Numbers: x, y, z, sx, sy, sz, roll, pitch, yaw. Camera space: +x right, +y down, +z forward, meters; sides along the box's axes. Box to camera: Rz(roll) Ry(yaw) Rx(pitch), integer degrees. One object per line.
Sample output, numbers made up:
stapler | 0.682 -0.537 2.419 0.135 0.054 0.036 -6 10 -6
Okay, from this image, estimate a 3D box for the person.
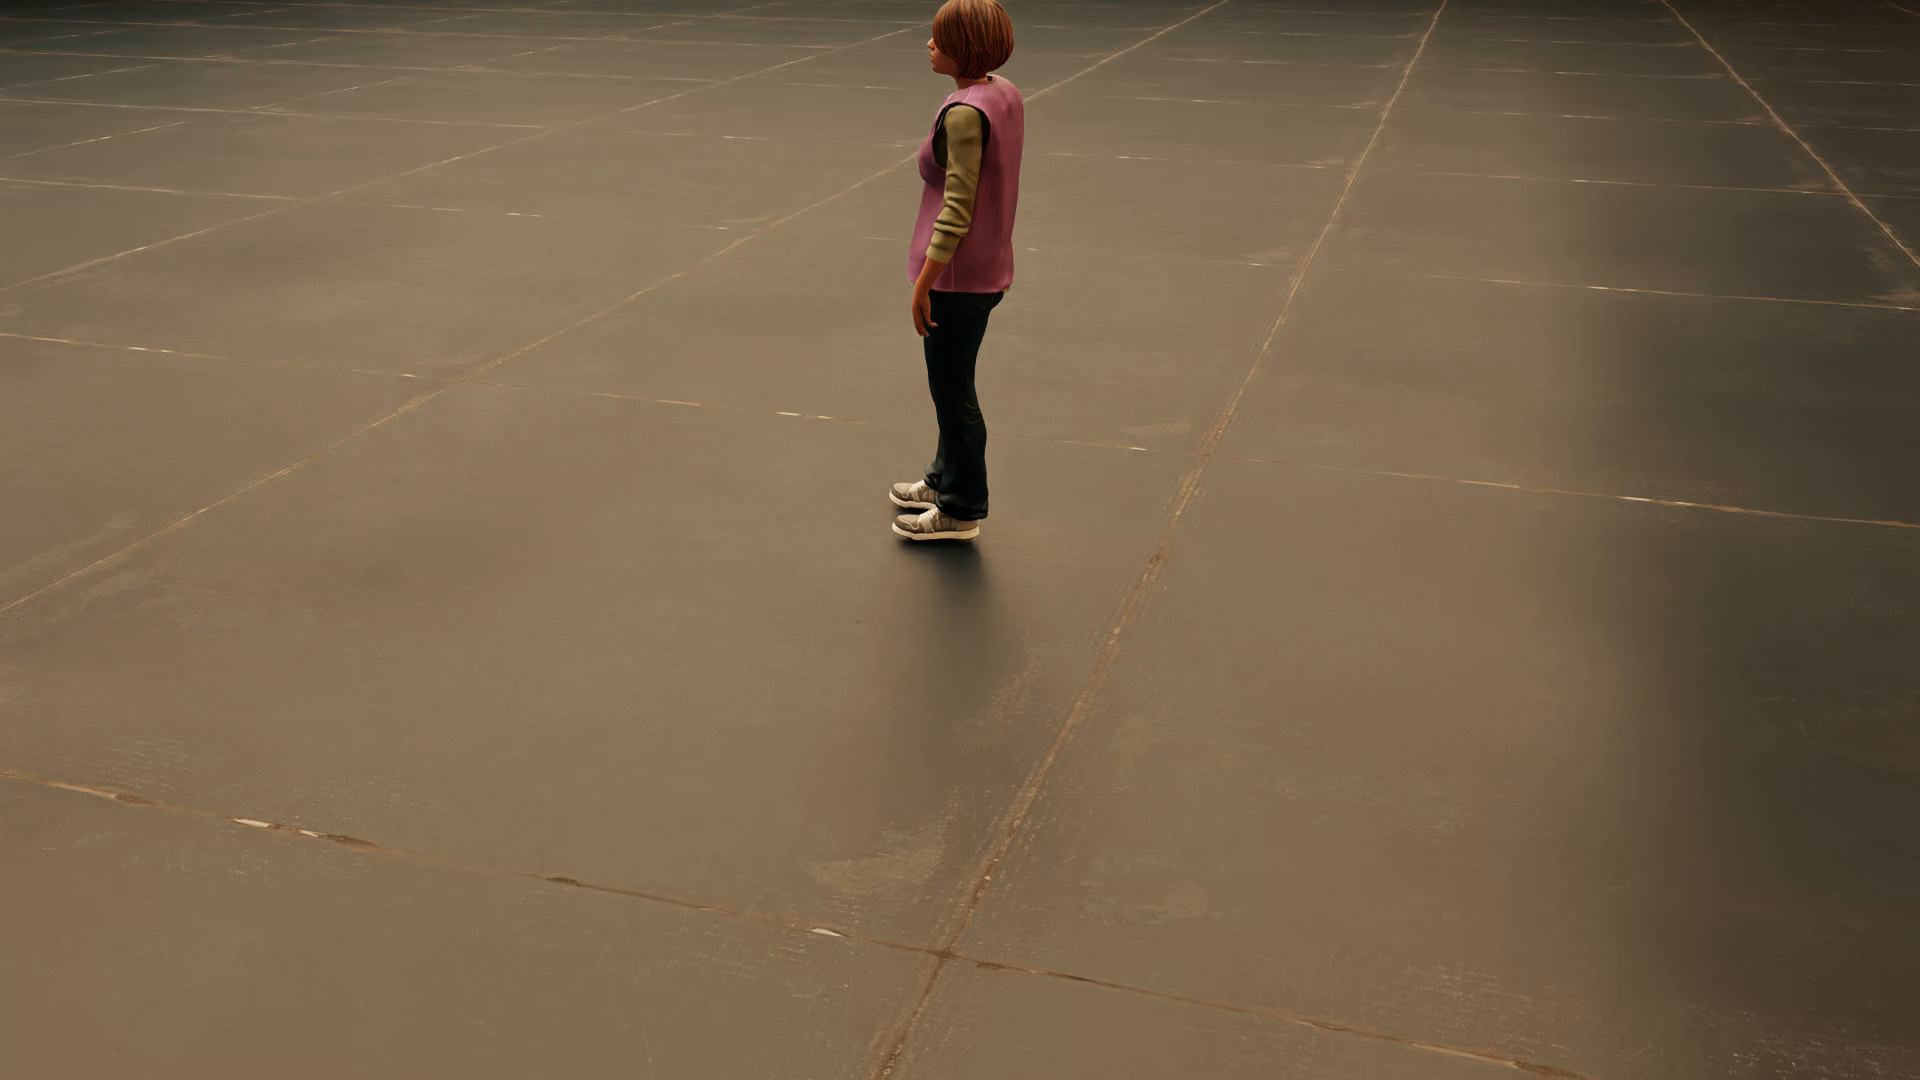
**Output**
person | -0.067 -0.759 4.846 0.473 1.599 0.520 7 23 16
